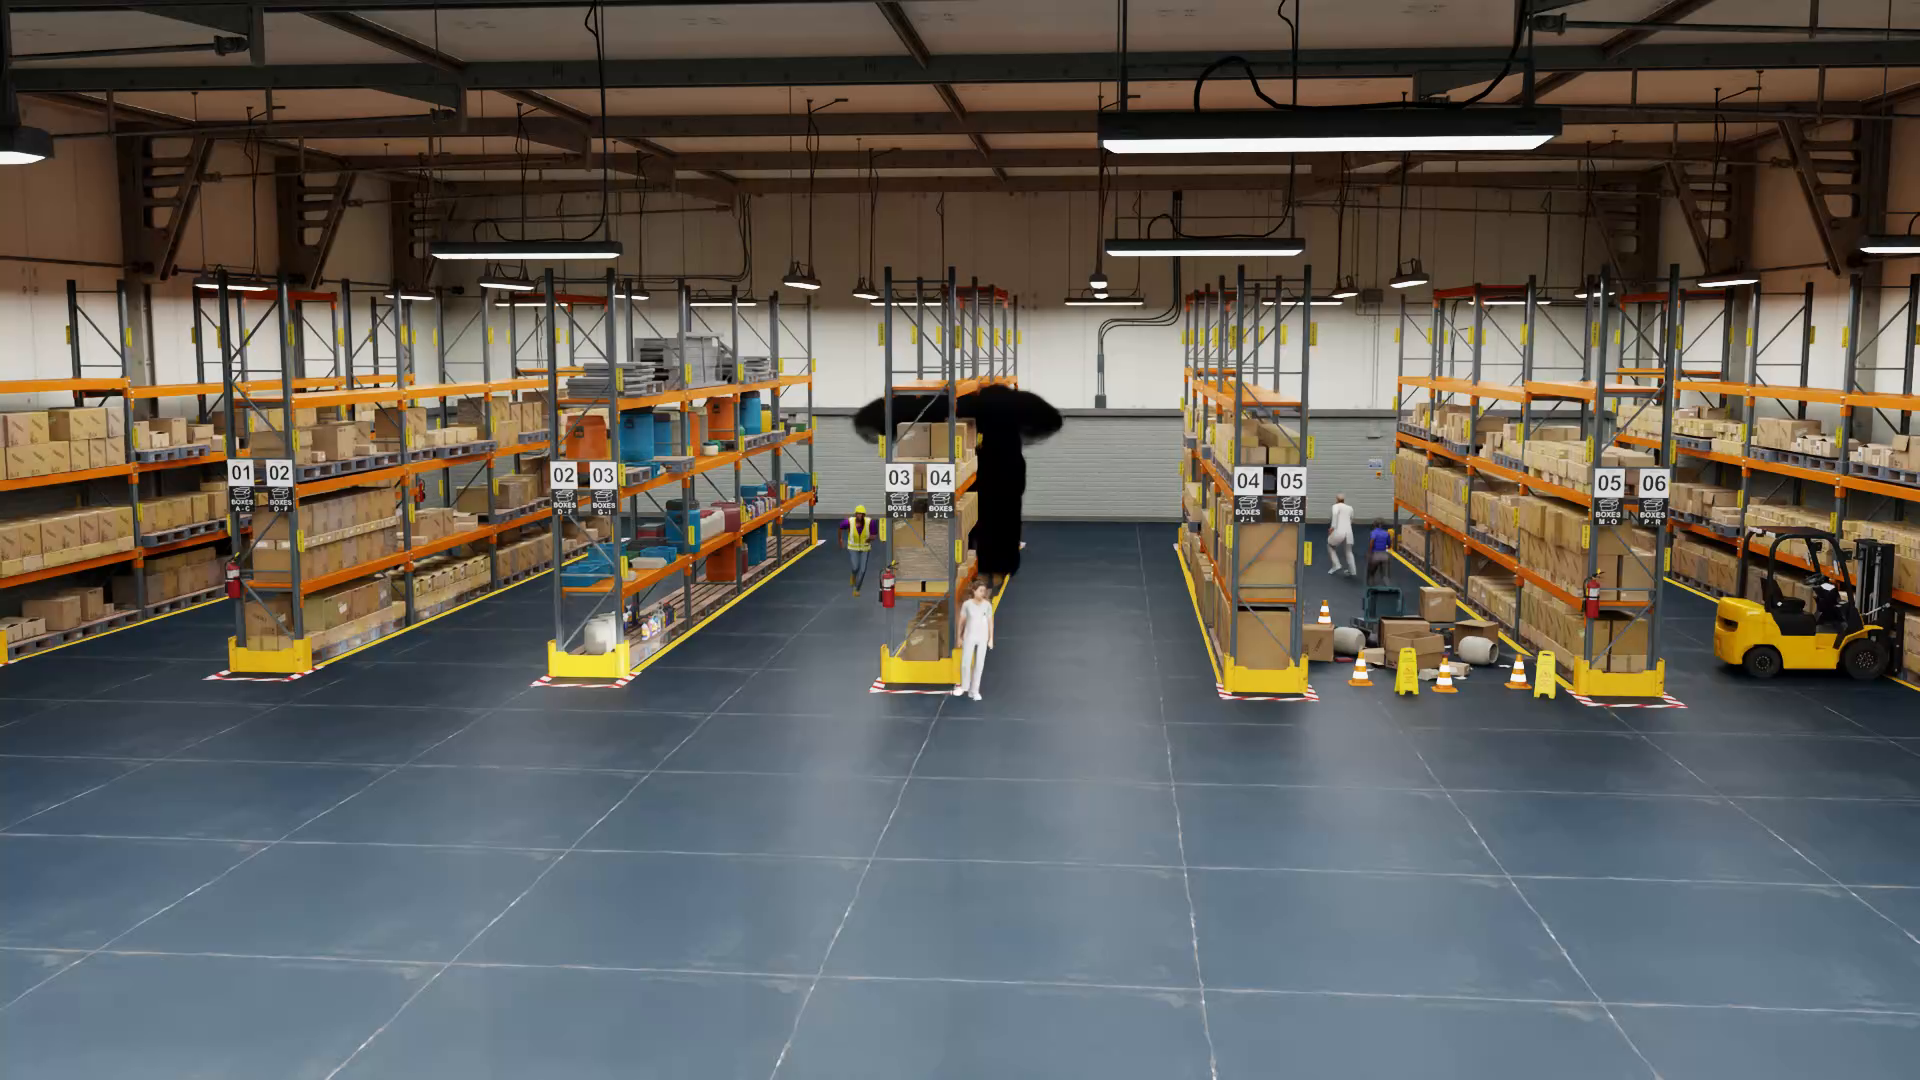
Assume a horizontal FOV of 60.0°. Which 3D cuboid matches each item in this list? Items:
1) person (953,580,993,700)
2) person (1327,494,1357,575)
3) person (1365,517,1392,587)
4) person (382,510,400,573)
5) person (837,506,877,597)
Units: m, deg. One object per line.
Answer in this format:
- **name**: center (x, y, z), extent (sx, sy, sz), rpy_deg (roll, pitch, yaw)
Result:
- **person**: center (0.181, 1.383, 22.984), extent (0.547, 1.665, 0.421), rpy_deg (-2, 7, -14)
- **person**: center (8.068, -0.109, 35.162), extent (0.695, 1.722, 1.011), rpy_deg (-2, 7, -16)
- **person**: center (7.872, 0.412, 31.191), extent (0.582, 1.646, 0.965), rpy_deg (-1, 7, -8)
- **person**: center (-12.095, -0.062, 35.219), extent (0.526, 1.666, 0.796), rpy_deg (-1, 7, -4)
- **person**: center (-1.851, 0.208, 30.279), extent (0.694, 1.697, 0.712), rpy_deg (-2, 7, -12)
